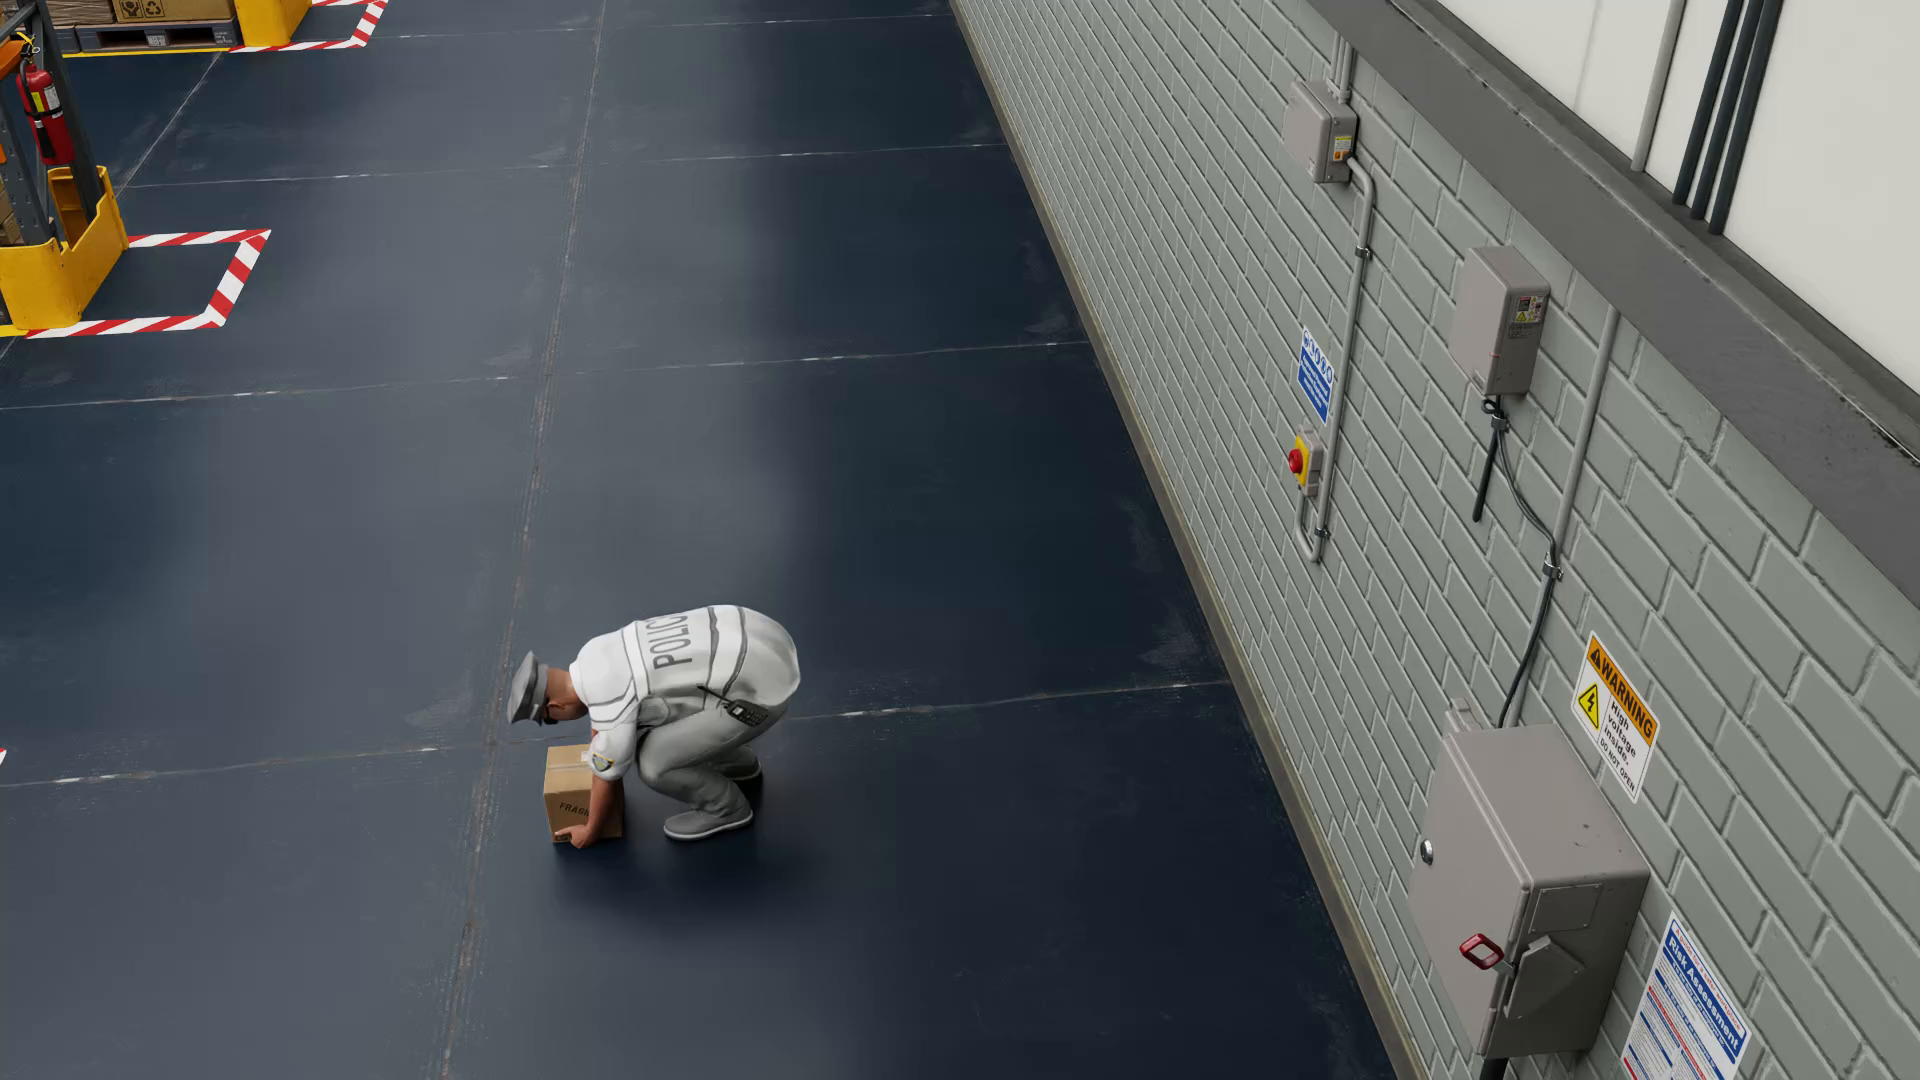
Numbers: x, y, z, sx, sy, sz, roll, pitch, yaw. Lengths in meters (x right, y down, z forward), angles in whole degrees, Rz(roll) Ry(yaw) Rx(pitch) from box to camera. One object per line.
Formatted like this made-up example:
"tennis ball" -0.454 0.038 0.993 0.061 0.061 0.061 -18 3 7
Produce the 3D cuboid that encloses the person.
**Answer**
"person" -1.083 0.670 5.995 1.031 0.852 0.525 -5 35 -8
